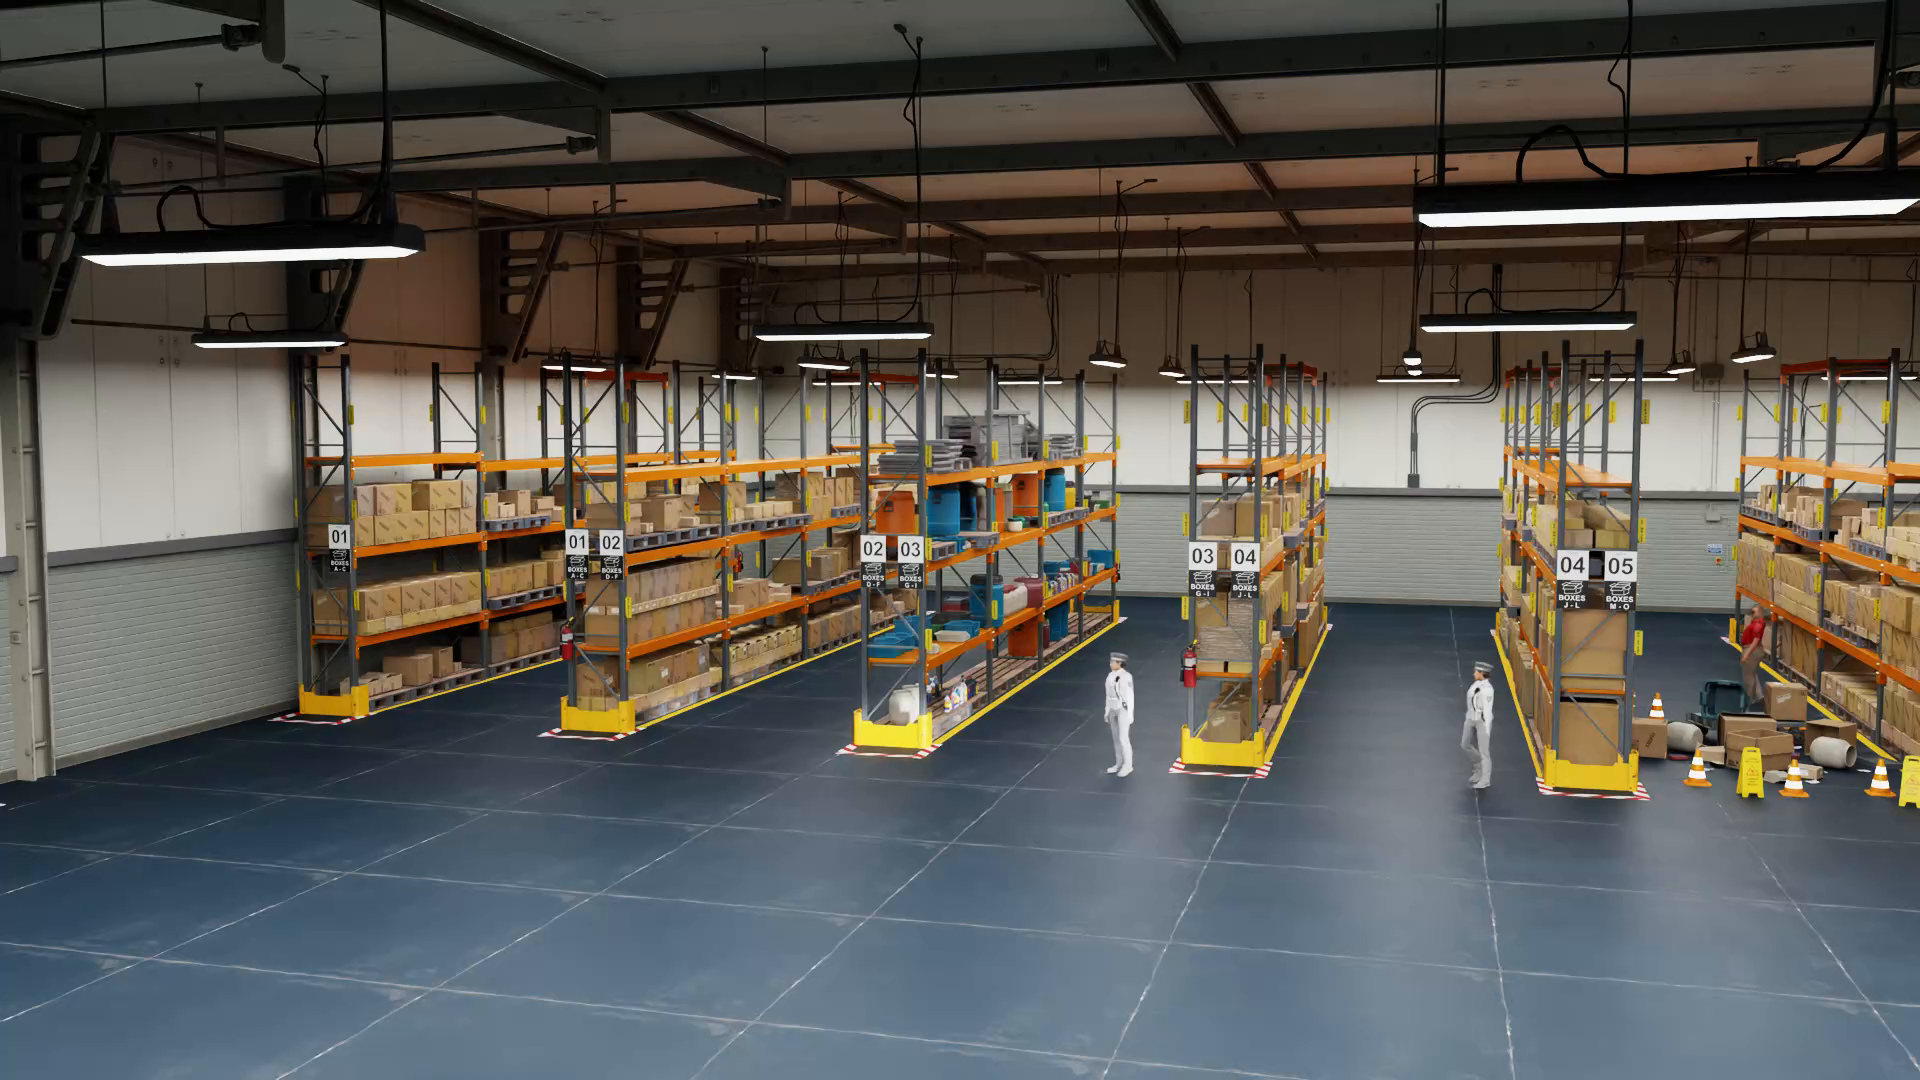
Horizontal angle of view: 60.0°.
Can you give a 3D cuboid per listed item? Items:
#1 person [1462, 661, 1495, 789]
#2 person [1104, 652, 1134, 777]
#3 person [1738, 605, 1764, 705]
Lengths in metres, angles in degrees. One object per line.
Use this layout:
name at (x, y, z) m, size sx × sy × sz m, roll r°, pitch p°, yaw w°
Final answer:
person at (7.011, 2.486, 22.420) m, size 0.398 × 1.714 × 0.505 m, roll -1°, pitch 4°, yaw -14°
person at (2.204, 2.431, 23.305) m, size 0.378 × 1.717 × 0.529 m, roll -3°, pitch 5°, yaw -37°
person at (13.677, 2.008, 28.756) m, size 0.603 × 1.762 × 0.427 m, roll -4°, pitch 6°, yaw -43°
